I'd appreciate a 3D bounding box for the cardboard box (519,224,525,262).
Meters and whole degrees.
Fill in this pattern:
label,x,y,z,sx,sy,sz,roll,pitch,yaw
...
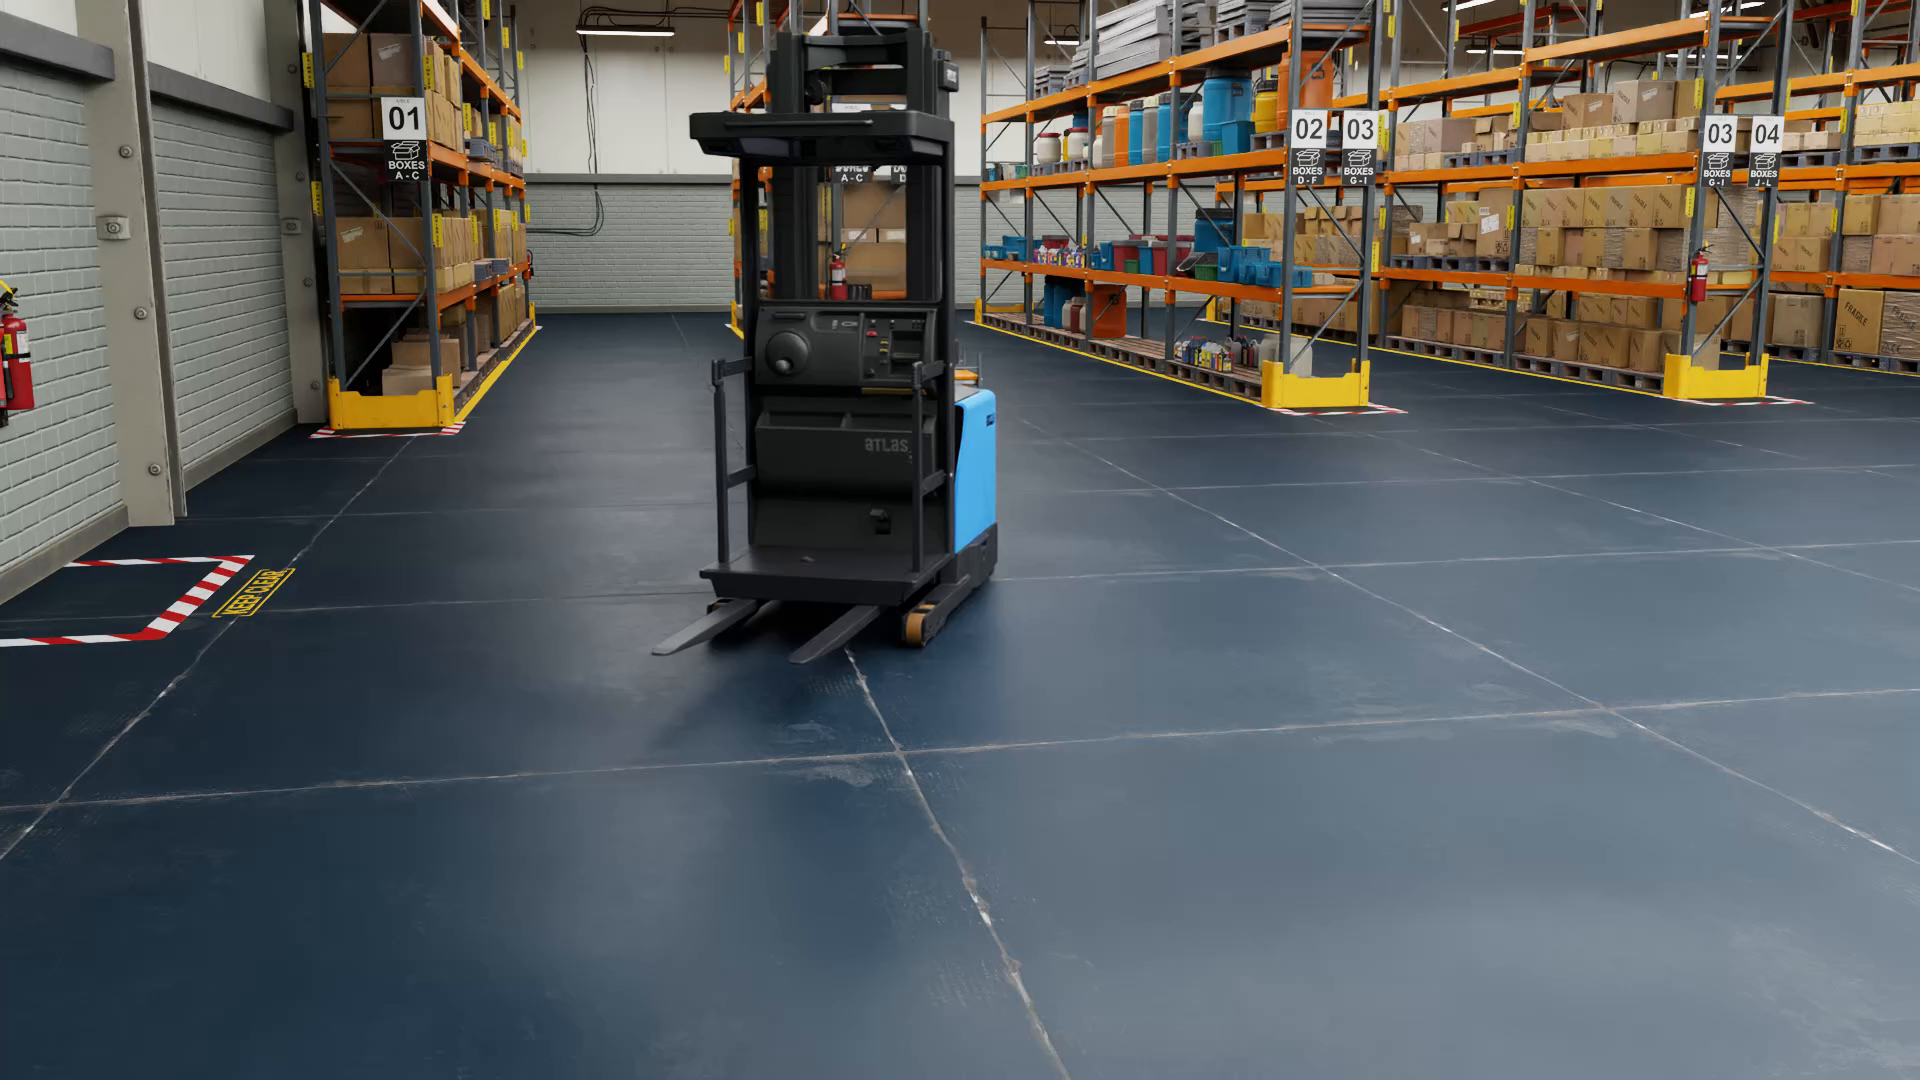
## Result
label,x,y,z,sx,sy,sz,roll,pitch,yaw
cardboard box,-8.539,-5.464,30.580,0.980,0.700,0.700,-2,11,-11

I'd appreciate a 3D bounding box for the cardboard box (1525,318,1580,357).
label,x,y,z,sx,sy,sz,roll,pitch,yaw
cardboard box,8.148,-2.786,22.873,0.500,0.500,0.500,-2,11,-13

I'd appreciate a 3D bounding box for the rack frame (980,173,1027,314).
label,x,y,z,sx,sy,sz,roll,pitch,yaw
rack frame,0.917,-5.903,33.689,1.000,3.000,0.127,-2,11,-11

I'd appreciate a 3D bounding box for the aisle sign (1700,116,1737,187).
label,x,y,z,sx,sy,sz,roll,pitch,yaw
aisle sign,8.605,-4.404,18.858,0.394,0.787,0.004,-2,11,-11

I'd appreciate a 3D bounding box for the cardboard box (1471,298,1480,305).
label,x,y,z,sx,sy,sz,roll,pitch,yaw
cardboard box,10.731,-4.901,34.132,0.380,0.149,0.250,-3,11,-14

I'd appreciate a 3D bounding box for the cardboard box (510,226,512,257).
label,x,y,z,sx,sy,sz,roll,pitch,yaw
cardboard box,-7.685,-4.939,27.506,0.500,0.500,0.500,-2,11,-12

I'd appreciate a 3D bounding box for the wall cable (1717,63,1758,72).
label,x,y,z,sx,sy,sz,roll,pitch,yaw
wall cable,20.523,-13.386,42.083,2.988,3.039,0.133,-2,11,-11

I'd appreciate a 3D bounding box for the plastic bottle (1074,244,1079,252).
label,x,y,z,sx,sy,sz,roll,pitch,yaw
plastic bottle,2.054,-4.983,28.988,0.144,0.351,0.185,-2,11,-11

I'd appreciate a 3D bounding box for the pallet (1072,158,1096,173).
label,x,y,z,sx,sy,sz,roll,pitch,yaw
pallet,2.420,-5.961,26.473,1.003,0.211,1.213,-2,11,-11

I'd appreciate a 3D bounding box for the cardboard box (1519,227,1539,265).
label,x,y,z,sx,sy,sz,roll,pitch,yaw
cardboard box,8.137,-3.993,22.590,0.875,0.500,0.500,-2,11,-11

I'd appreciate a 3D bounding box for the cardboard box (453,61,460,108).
label,x,y,z,sx,sy,sz,roll,pitch,yaw
cardboard box,-5.986,-5.183,18.888,0.500,0.500,0.500,-2,11,-8

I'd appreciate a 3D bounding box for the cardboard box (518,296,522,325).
label,x,y,z,sx,sy,sz,roll,pitch,yaw
cardboard box,-8.260,-4.115,29.856,0.700,0.500,0.500,-2,11,-10

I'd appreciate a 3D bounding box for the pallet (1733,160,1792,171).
label,x,y,z,sx,sy,sz,roll,pitch,yaw
pallet,12.614,-5.837,25.827,1.003,0.211,1.213,-2,11,-8

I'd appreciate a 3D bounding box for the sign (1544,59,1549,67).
label,x,y,z,sx,sy,sz,roll,pitch,yaw
sign,10.903,-8.940,30.890,0.100,0.325,0.005,-2,11,-11

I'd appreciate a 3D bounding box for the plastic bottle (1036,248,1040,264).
label,x,y,z,sx,sy,sz,roll,pitch,yaw
plastic bottle,1.374,-5.005,29.282,0.061,0.283,0.133,-2,11,-11

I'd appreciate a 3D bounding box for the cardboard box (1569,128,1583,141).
label,x,y,z,sx,sy,sz,roll,pitch,yaw
cardboard box,8.077,-5.215,21.386,0.380,0.149,0.250,-2,11,-12

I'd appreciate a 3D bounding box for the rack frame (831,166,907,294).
label,x,y,z,sx,sy,sz,roll,pitch,yaw
rack frame,-0.830,-2.789,17.329,1.000,3.000,0.127,-2,11,-11

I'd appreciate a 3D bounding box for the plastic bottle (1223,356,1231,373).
label,x,y,z,sx,sy,sz,roll,pitch,yaw
plastic bottle,3.242,-2.131,20.178,0.097,0.201,0.097,0,11,0

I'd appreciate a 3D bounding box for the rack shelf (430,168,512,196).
label,x,y,z,sx,sy,sz,roll,pitch,yaw
rack shelf,-7.634,-5.563,25.801,1.077,0.370,4.000,-2,11,-11

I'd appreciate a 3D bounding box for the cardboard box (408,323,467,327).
label,x,y,z,sx,sy,sz,roll,pitch,yaw
cardboard box,-6.776,-2.558,21.620,0.700,0.500,0.500,-2,11,-12

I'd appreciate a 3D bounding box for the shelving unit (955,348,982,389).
label,x,y,z,sx,sy,sz,roll,pitch,yaw
shelving unit,-0.032,-0.620,10.744,0.258,1.200,0.503,-2,11,-11

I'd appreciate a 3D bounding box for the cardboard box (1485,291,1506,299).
label,x,y,z,sx,sy,sz,roll,pitch,yaw
cardboard box,10.847,-4.951,33.599,0.380,0.149,0.250,-2,11,-11

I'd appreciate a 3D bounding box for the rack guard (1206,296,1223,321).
label,x,y,z,sx,sy,sz,roll,pitch,yaw
rack guard,5.771,-4.860,34.892,1.175,0.500,0.348,-2,11,-11

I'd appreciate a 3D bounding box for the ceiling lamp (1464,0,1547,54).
label,x,y,z,sx,sy,sz,roll,pitch,yaw
ceiling lamp,12.596,-12.662,37.545,2.000,3.185,0.800,-2,11,-11

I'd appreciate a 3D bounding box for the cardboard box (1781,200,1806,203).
label,x,y,z,sx,sy,sz,roll,pitch,yaw
cardboard box,16.468,-6.636,32.865,0.380,0.149,0.250,-2,11,-12

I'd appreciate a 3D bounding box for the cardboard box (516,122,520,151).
label,x,y,z,sx,sy,sz,roll,pitch,yaw
cardboard box,-8.304,-7.350,30.274,0.500,0.500,0.500,-2,11,-9

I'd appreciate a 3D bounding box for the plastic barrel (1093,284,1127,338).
label,x,y,z,sx,sy,sz,roll,pitch,yaw
plastic barrel,2.361,-3.665,26.612,0.600,0.830,0.708,-2,11,-11

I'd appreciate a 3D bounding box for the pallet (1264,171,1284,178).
label,x,y,z,sx,sy,sz,roll,pitch,yaw
pallet,6.405,-6.930,31.299,1.003,0.211,1.213,-2,11,-11

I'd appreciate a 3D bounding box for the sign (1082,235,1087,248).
label,x,y,z,sx,sy,sz,roll,pitch,yaw
sign,2.235,-5.325,29.912,0.100,0.325,0.005,-2,11,-11

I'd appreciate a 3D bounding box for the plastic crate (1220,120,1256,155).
label,x,y,z,sx,sy,sz,roll,pitch,yaw
plastic crate,3.363,-4.773,19.772,0.392,0.384,0.575,-2,11,-11

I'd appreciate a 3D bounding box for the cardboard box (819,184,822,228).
label,x,y,z,sx,sy,sz,roll,pitch,yaw
cardboard box,-1.319,-3.944,19.657,0.700,0.500,0.500,-2,11,-11

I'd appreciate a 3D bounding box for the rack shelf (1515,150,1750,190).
label,x,y,z,sx,sy,sz,roll,pitch,yaw
rack shelf,8.499,-4.636,20.932,1.077,0.370,4.000,-2,11,-11

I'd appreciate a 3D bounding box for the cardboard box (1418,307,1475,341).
label,x,y,z,sx,sy,sz,roll,pitch,yaw
cardboard box,7.602,-3.381,25.945,0.700,0.500,0.500,-3,11,-16

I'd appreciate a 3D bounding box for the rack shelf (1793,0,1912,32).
label,x,y,z,sx,sy,sz,roll,pitch,yaw
rack shelf,16.663,-9.570,29.943,1.077,0.370,4.000,-2,11,-11

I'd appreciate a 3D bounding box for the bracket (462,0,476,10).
label,x,y,z,sx,sy,sz,roll,pitch,yaw
bracket,-9.745,-10.659,33.003,0.235,0.232,0.430,-2,11,-11

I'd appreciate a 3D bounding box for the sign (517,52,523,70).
label,x,y,z,sx,sy,sz,roll,pitch,yaw
sign,-8.265,-9.005,31.230,0.100,0.325,0.005,-2,11,-11

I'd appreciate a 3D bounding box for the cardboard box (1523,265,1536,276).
label,x,y,z,sx,sy,sz,roll,pitch,yaw
cardboard box,7.892,-3.662,22.588,0.380,0.149,0.250,-2,11,-11

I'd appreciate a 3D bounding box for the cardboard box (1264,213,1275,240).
label,x,y,z,sx,sy,sz,roll,pitch,yaw
cardboard box,6.109,-5.957,31.572,0.500,0.500,0.500,-2,11,-10

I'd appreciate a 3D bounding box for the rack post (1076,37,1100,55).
label,x,y,z,sx,sy,sz,roll,pitch,yaw
rack post,2.226,-7.776,26.103,0.624,0.289,0.986,-2,11,-11

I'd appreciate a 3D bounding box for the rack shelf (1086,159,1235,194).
label,x,y,z,sx,sy,sz,roll,pitch,yaw
rack shelf,2.862,-5.189,23.840,1.077,0.370,4.000,-2,11,-11

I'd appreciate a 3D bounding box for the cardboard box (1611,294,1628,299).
label,x,y,z,sx,sy,sz,roll,pitch,yaw
cardboard box,11.717,-4.333,28.995,0.500,0.250,0.500,-2,11,-10

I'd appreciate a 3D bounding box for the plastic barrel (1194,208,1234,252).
label,x,y,z,sx,sy,sz,roll,pitch,yaw
plastic barrel,3.473,-4.030,22.509,0.600,0.901,0.708,-2,11,-11

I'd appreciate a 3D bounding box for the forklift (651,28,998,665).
label,x,y,z,sx,sy,sz,roll,pitch,yaw
forklift,-0.623,-1.004,8.131,1.130,2.935,3.031,3,11,13

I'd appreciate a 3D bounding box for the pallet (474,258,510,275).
label,x,y,z,sx,sy,sz,roll,pitch,yaw
pallet,-7.001,-3.855,23.439,1.213,0.211,1.003,-2,11,-11

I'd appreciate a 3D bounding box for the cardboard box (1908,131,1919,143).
label,x,y,z,sx,sy,sz,roll,pitch,yaw
cardboard box,12.932,-5.384,22.221,0.380,0.149,0.250,-2,11,-12

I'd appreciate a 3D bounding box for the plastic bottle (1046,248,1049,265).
label,x,y,z,sx,sy,sz,roll,pitch,yaw
plastic bottle,1.521,-4.867,28.555,0.061,0.283,0.133,-2,11,-11

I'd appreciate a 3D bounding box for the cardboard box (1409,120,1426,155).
label,x,y,z,sx,sy,sz,roll,pitch,yaw
cardboard box,7.266,-6.196,25.598,0.500,0.500,0.500,-2,11,-11

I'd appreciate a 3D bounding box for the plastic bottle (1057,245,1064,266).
label,x,y,z,sx,sy,sz,roll,pitch,yaw
plastic bottle,1.702,-4.769,27.862,0.144,0.351,0.185,-2,11,-11

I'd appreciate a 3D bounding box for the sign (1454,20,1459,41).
label,x,y,z,sx,sy,sz,roll,pitch,yaw
sign,7.862,-8.082,26.384,0.100,0.325,0.005,-2,11,-11

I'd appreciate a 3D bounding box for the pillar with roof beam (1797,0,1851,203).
label,x,y,z,sx,sy,sz,roll,pitch,yaw
pillar with roof beam,16.502,-9.943,38.868,9.100,9.000,0.548,-2,11,-11

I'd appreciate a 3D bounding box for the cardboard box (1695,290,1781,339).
label,x,y,z,sx,sy,sz,roll,pitch,yaw
cardboard box,12.420,-3.604,26.502,1.050,0.750,0.750,-2,11,-10

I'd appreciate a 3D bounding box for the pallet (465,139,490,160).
label,x,y,z,sx,sy,sz,roll,pitch,yaw
pallet,-6.482,-4.840,20.585,1.213,0.211,1.003,-2,11,-11

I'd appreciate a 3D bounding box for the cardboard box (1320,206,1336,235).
label,x,y,z,sx,sy,sz,roll,pitch,yaw
cardboard box,6.808,-5.648,29.400,0.797,0.503,0.637,-2,11,-10

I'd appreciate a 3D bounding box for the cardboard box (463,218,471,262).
label,x,y,z,sx,sy,sz,roll,pitch,yaw
cardboard box,-5.969,-3.480,19.299,0.500,0.500,0.500,-2,11,-11

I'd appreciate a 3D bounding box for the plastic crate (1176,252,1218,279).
label,x,y,z,sx,sy,sz,roll,pitch,yaw
plastic crate,3.228,-3.571,21.603,0.767,0.338,0.504,-2,11,-11

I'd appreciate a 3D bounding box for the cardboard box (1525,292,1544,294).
label,x,y,z,sx,sy,sz,roll,pitch,yaw
cardboard box,11.409,-4.825,32.932,0.380,0.149,0.250,-2,11,-12
